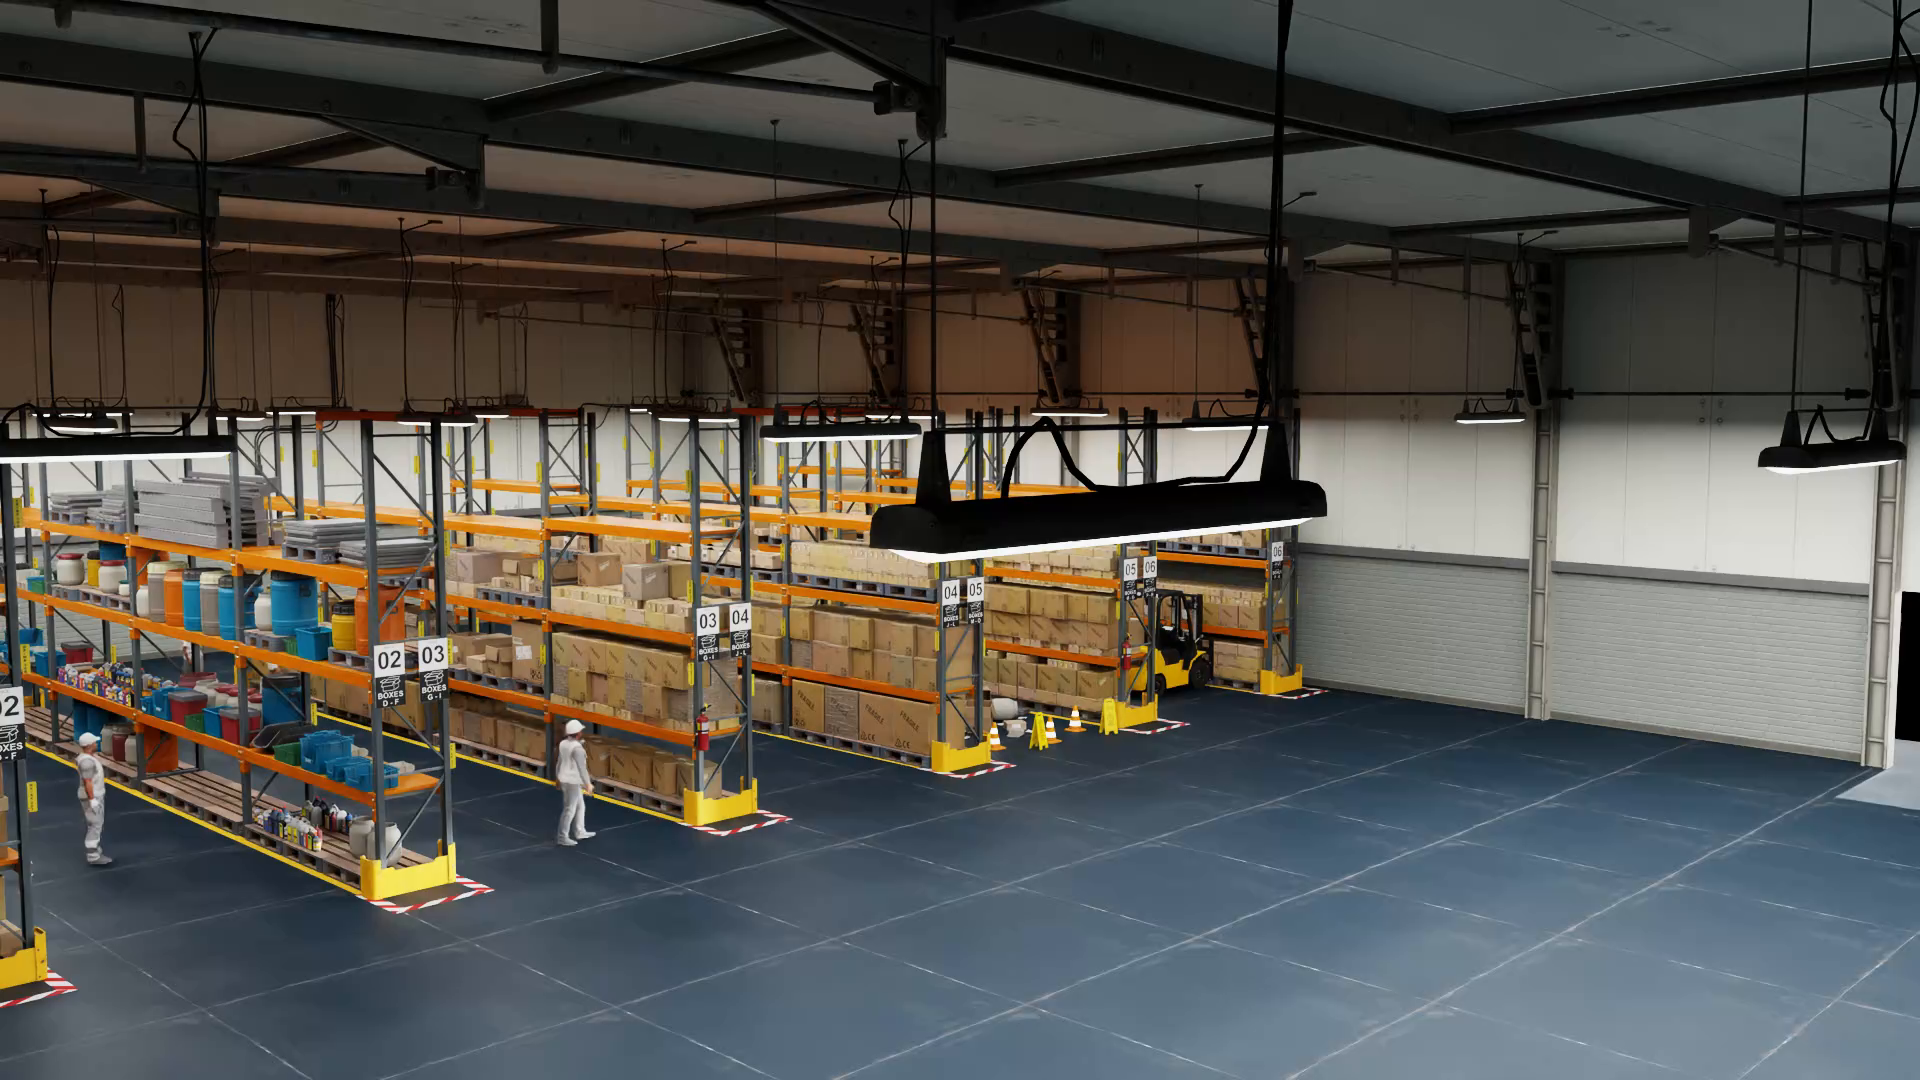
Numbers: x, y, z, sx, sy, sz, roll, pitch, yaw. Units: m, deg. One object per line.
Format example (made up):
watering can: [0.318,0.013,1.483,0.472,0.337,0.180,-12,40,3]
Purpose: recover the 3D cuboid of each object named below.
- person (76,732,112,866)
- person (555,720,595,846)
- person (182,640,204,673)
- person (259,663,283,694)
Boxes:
person: [-11.647,3.476,22.356,0.425,1.810,0.615,-1,5,-13]
person: [-5.391,3.393,23.355,0.574,1.760,0.583,-2,5,-21]
person: [-15.933,2.455,34.531,0.440,1.642,0.928,-4,7,-40]
person: [-11.776,2.927,28.675,1.019,1.752,0.711,3,6,32]
